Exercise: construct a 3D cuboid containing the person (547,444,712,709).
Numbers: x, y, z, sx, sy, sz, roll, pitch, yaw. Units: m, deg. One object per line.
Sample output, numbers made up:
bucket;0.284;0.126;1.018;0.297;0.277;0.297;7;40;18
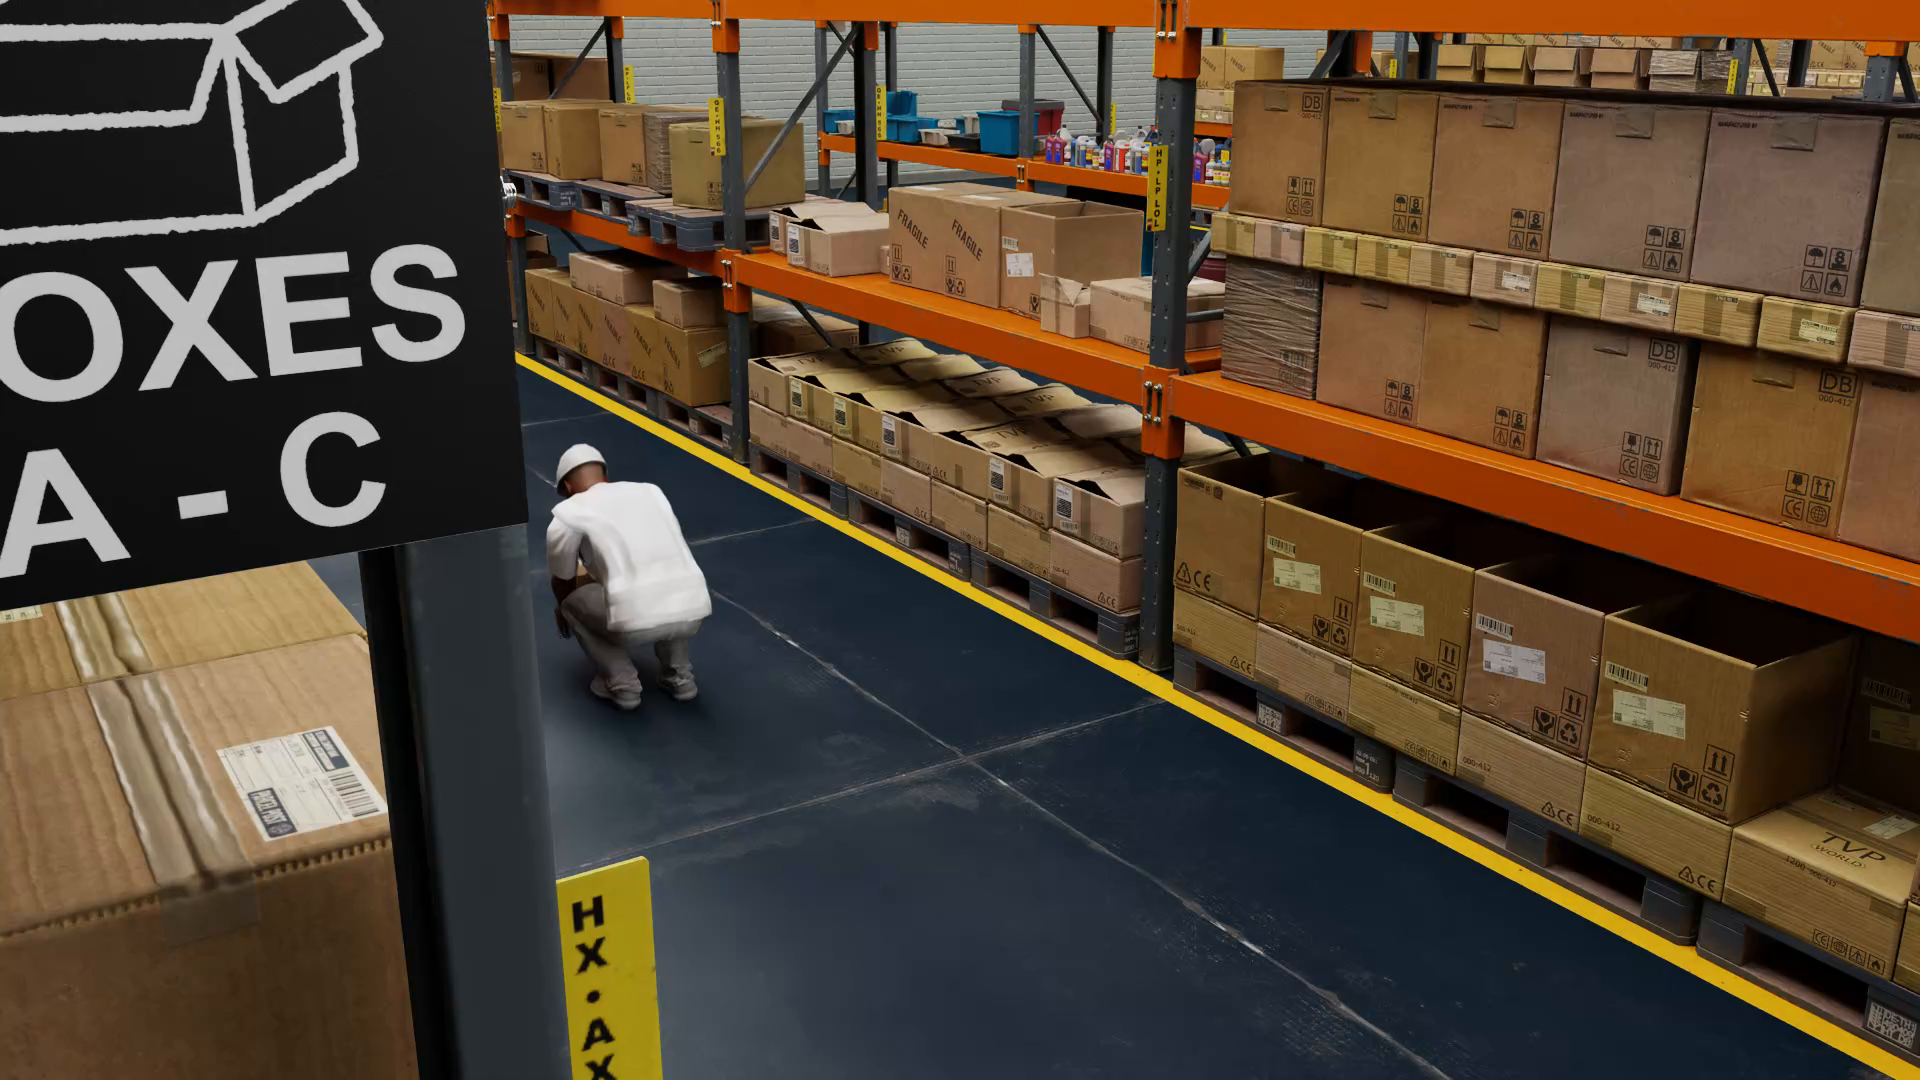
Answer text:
person;-1.394;0.142;6.834;0.573;1.001;0.881;-12;21;-32
